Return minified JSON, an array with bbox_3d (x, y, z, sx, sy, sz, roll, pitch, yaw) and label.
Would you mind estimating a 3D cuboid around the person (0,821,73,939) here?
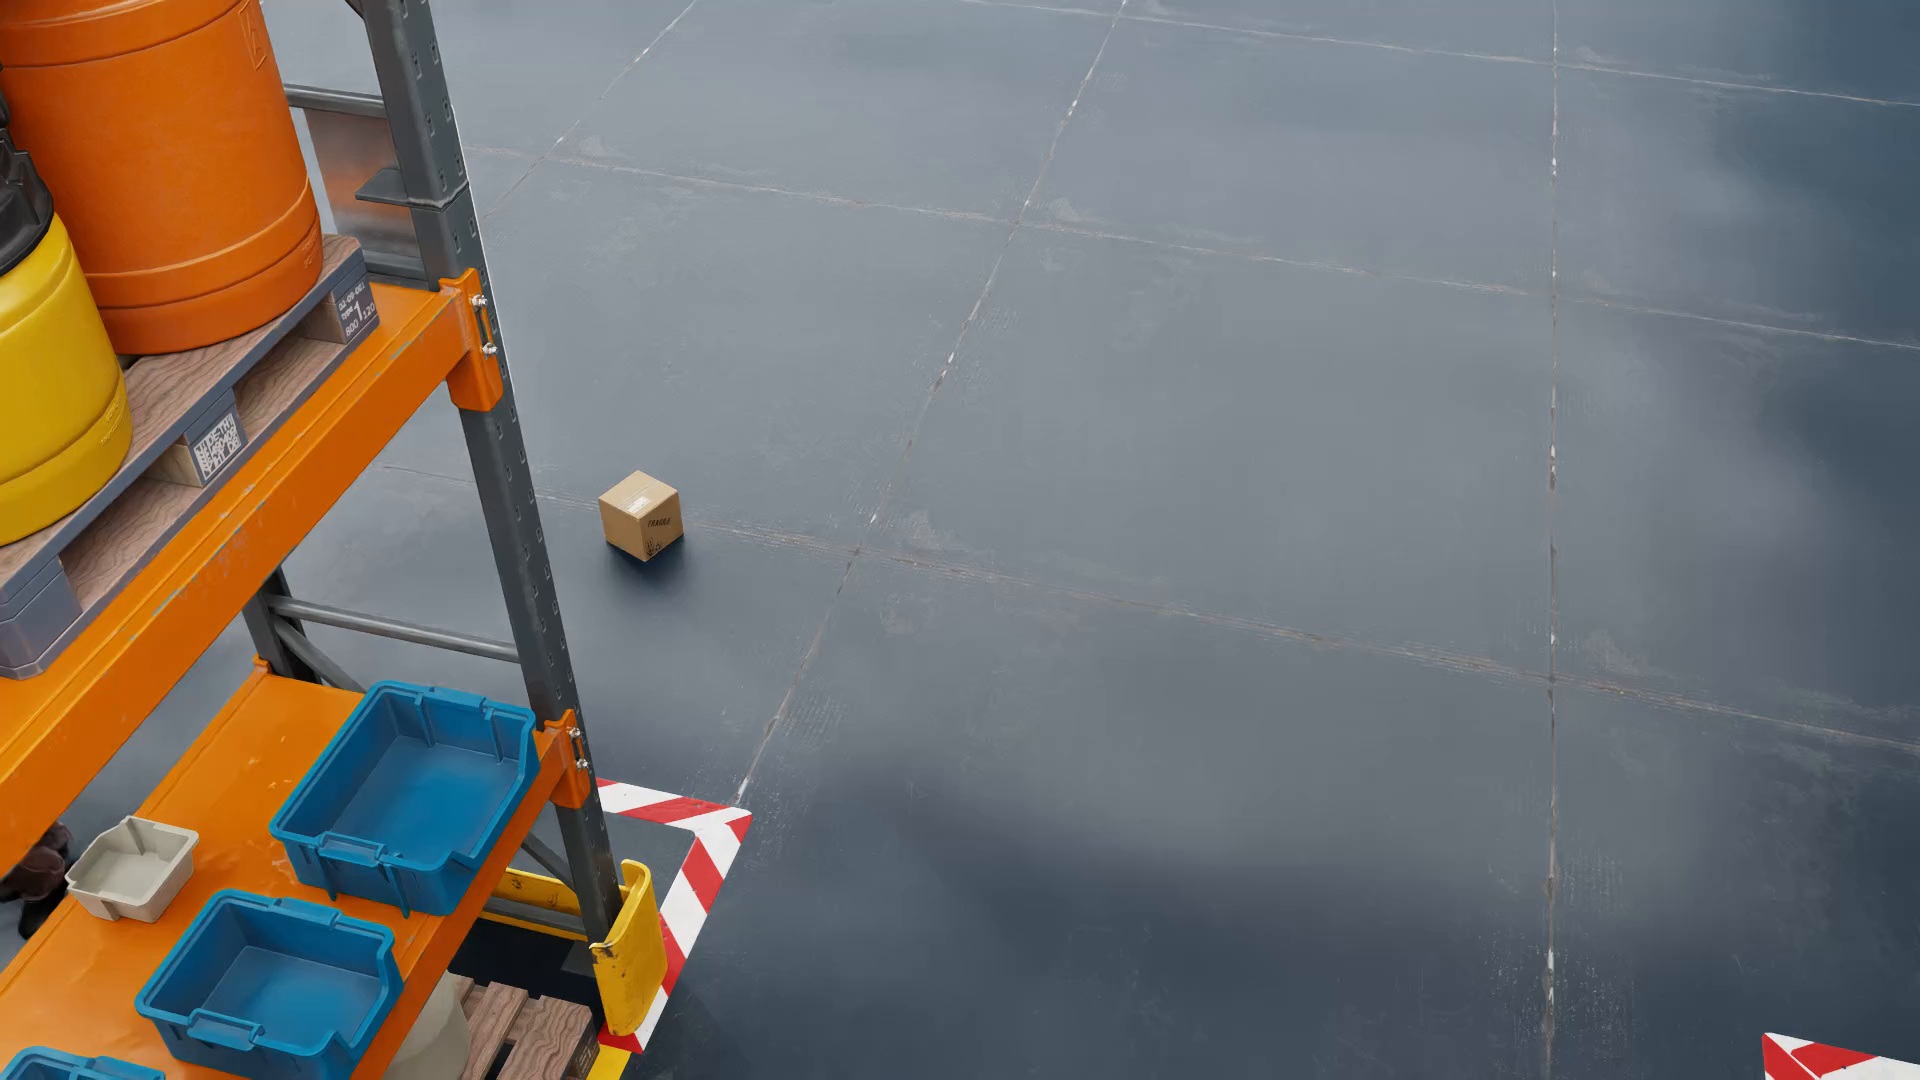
[{"bbox_3d":[-3.293,0.670,5.415,0.574,1.740,0.510,16,43,18],"label":"person"}]
